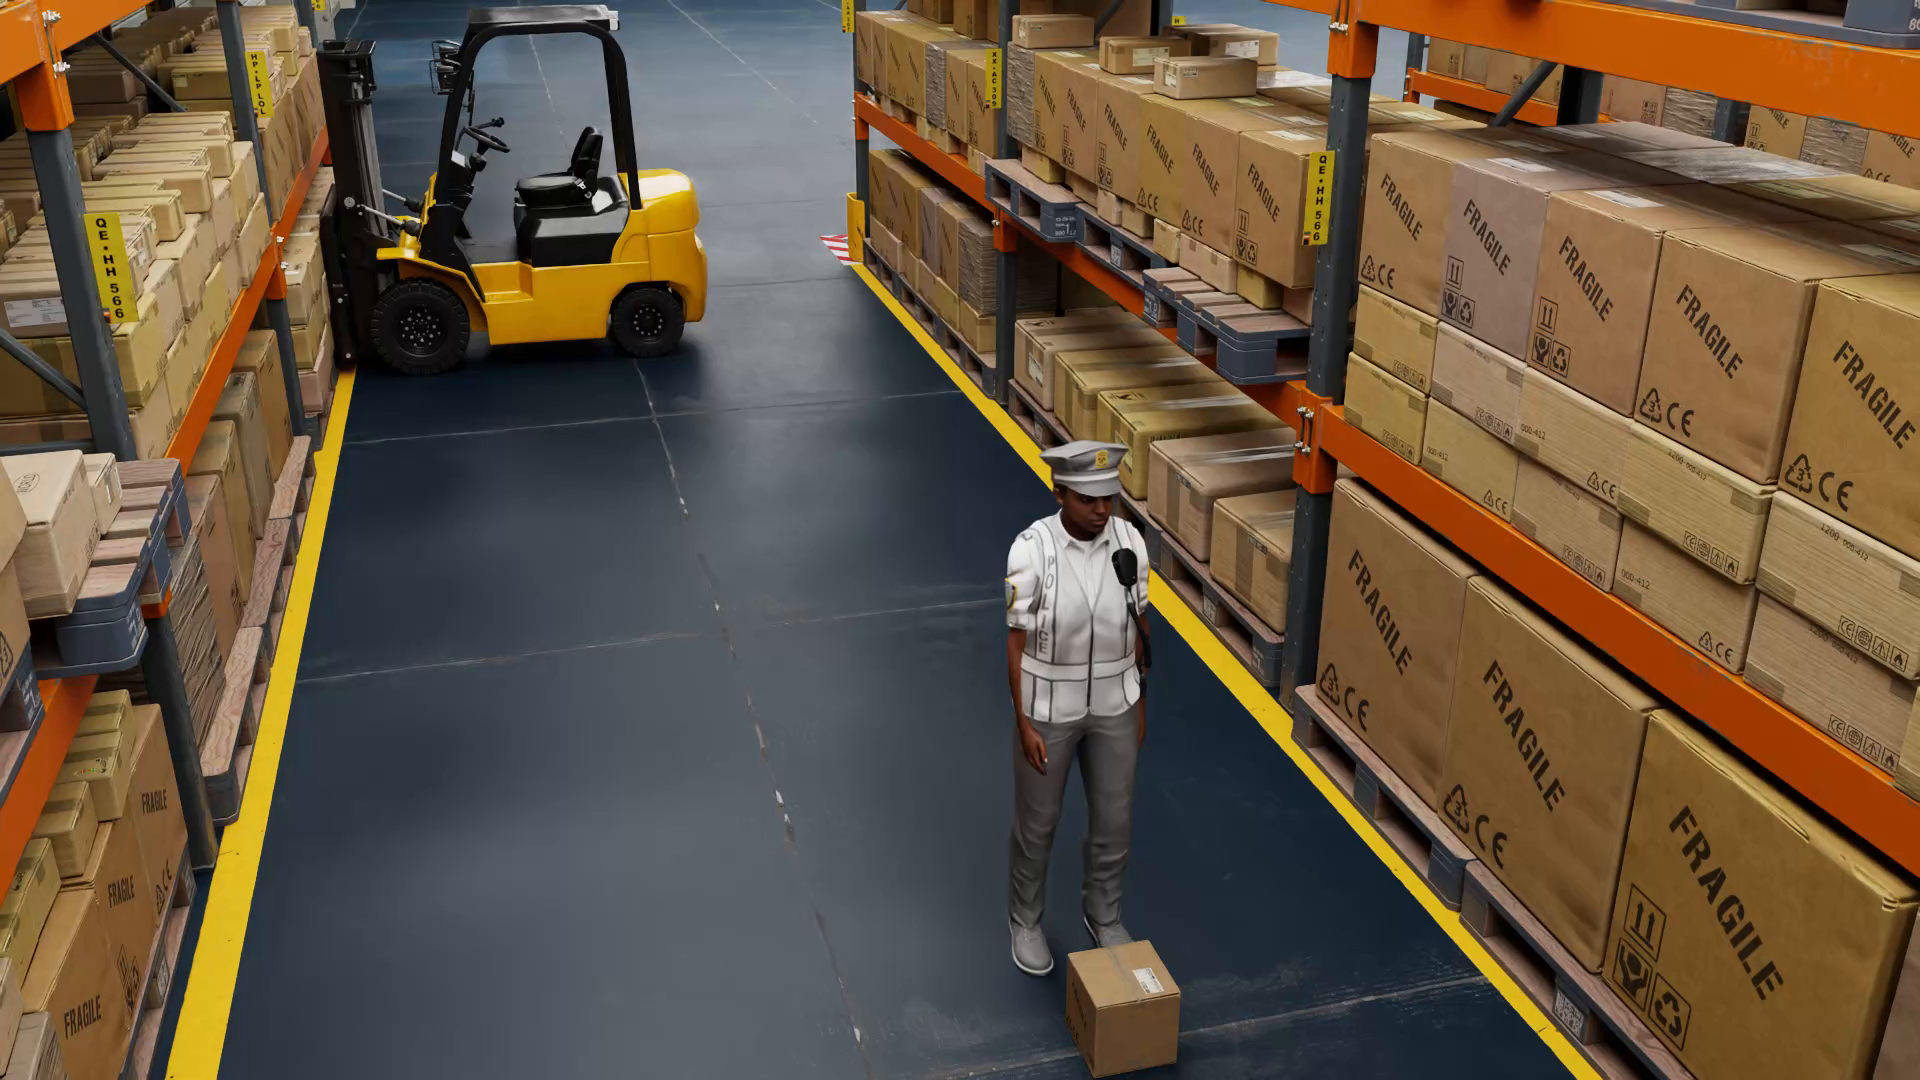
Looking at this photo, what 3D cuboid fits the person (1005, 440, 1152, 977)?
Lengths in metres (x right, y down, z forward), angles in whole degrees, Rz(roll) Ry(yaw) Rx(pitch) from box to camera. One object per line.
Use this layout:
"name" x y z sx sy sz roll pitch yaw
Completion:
"person" 0.356 0.504 4.897 0.447 1.690 0.358 -6 24 -13
